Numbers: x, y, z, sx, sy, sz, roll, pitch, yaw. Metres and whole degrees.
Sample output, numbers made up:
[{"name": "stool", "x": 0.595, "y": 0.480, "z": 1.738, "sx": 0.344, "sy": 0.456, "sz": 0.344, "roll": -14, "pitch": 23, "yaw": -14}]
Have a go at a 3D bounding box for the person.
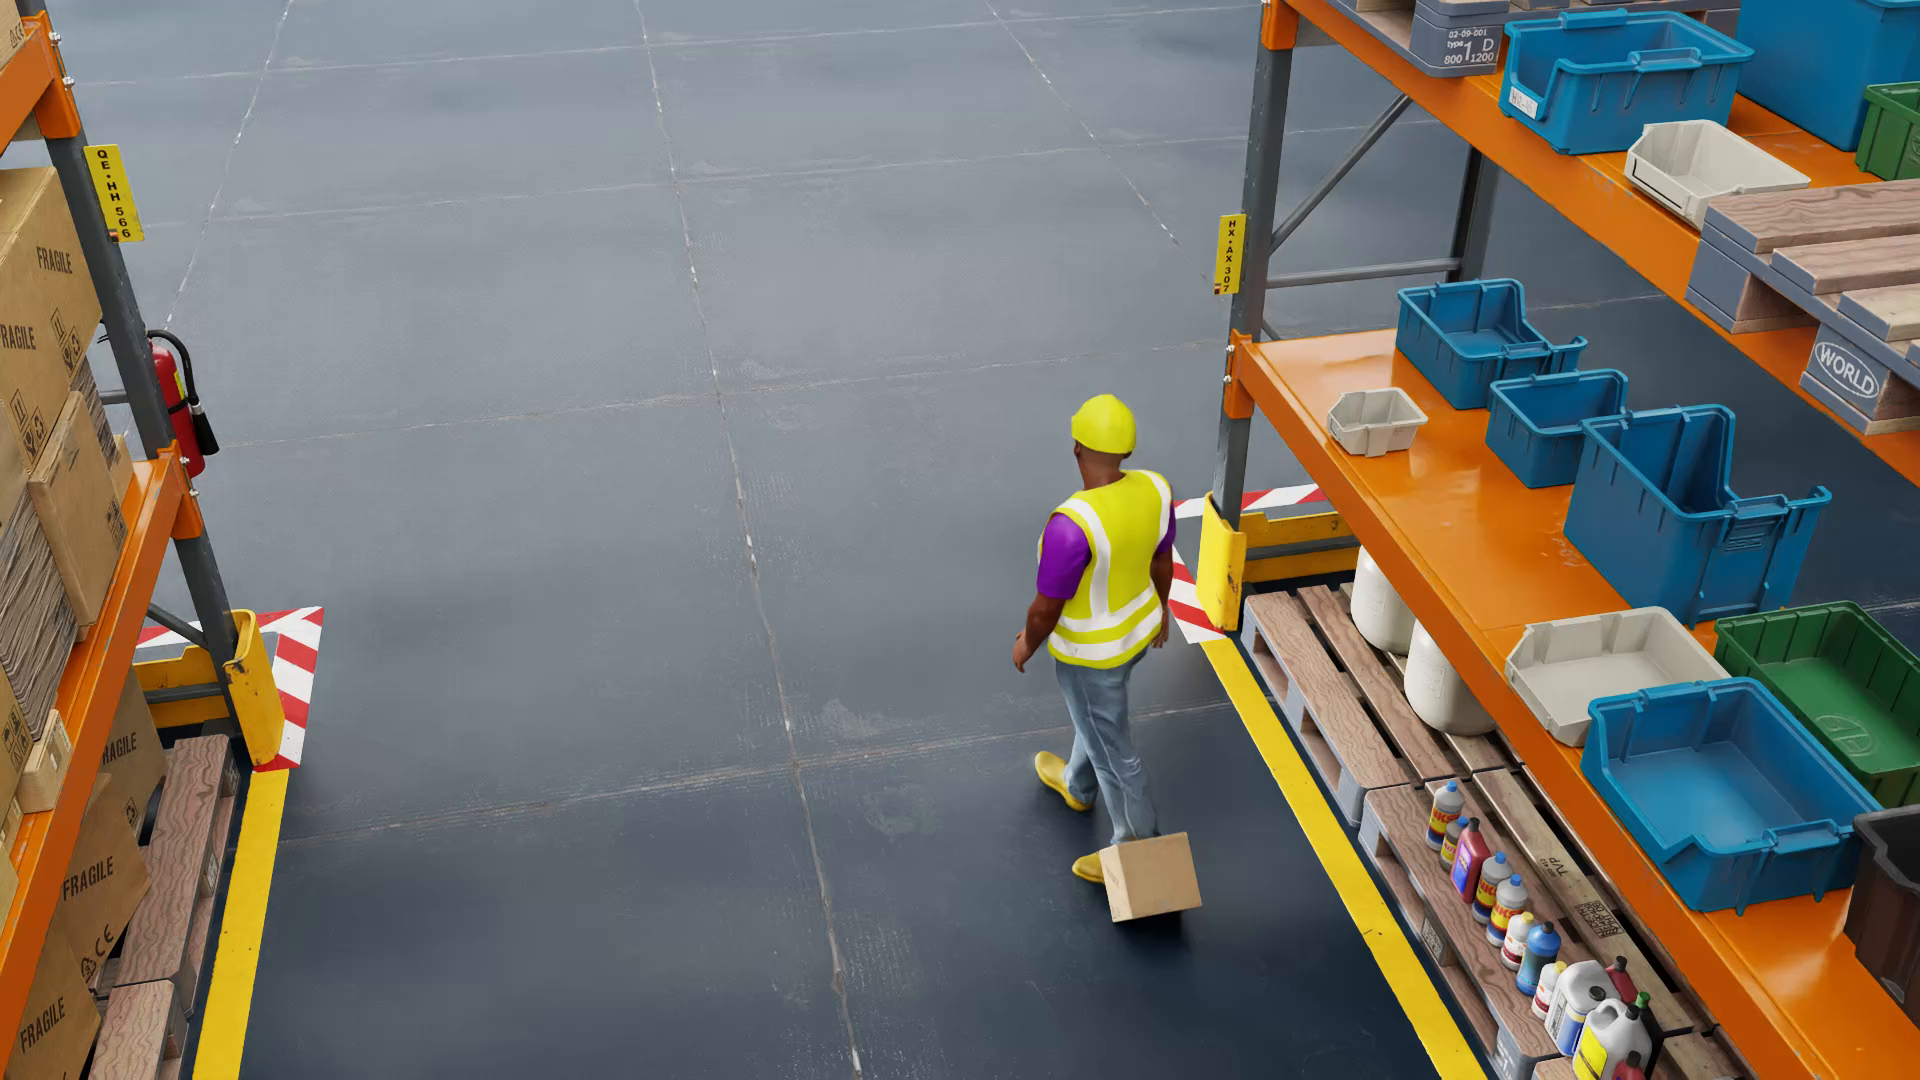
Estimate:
[{"name": "person", "x": 0.477, "y": 0.320, "z": 5.645, "sx": 0.668, "sy": 1.766, "sz": 0.609, "roll": 24, "pitch": 41, "yaw": 31}]
